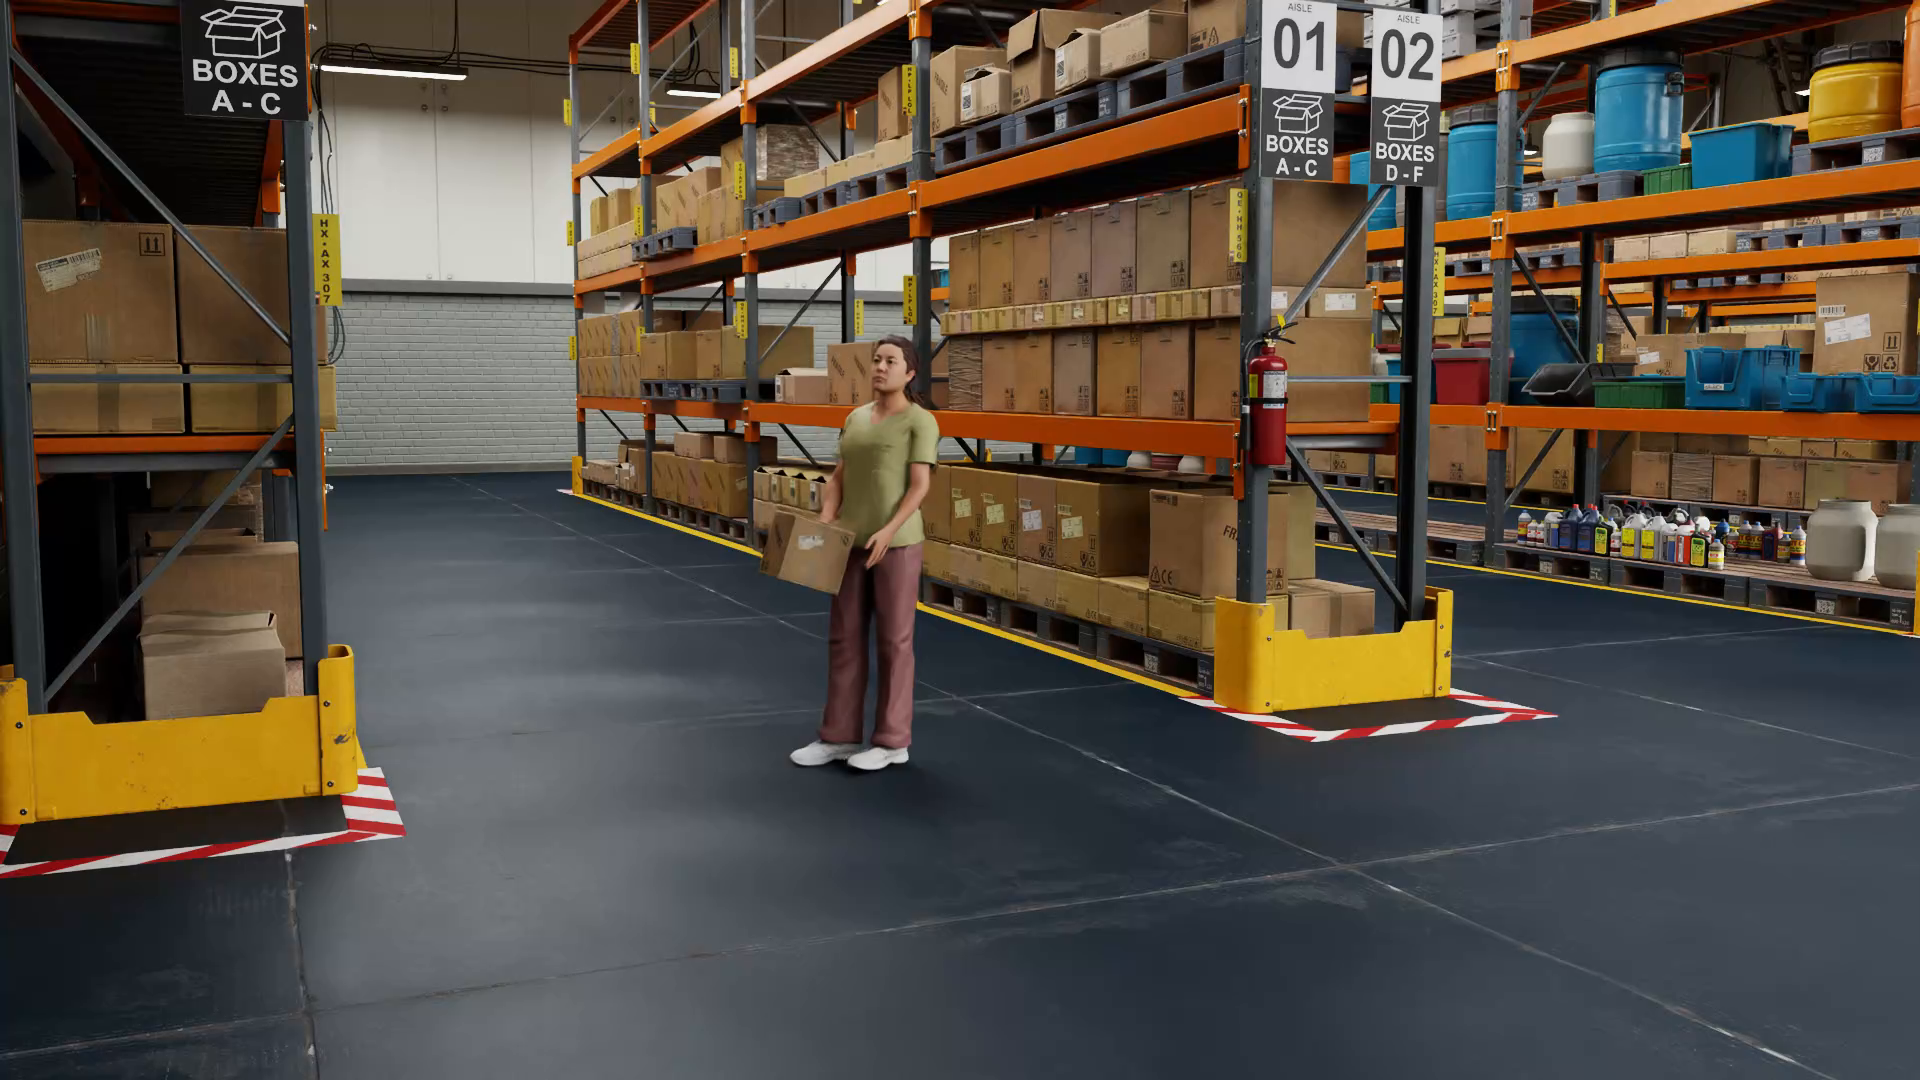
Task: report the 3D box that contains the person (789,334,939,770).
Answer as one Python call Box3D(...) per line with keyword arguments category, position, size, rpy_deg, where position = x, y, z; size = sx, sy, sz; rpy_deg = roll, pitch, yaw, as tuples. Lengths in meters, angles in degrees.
Box3D(category="person", position=(-0.348, 0.051, 6.455), size=(0.510, 1.665, 0.468), rpy_deg=(3, 6, 31))
